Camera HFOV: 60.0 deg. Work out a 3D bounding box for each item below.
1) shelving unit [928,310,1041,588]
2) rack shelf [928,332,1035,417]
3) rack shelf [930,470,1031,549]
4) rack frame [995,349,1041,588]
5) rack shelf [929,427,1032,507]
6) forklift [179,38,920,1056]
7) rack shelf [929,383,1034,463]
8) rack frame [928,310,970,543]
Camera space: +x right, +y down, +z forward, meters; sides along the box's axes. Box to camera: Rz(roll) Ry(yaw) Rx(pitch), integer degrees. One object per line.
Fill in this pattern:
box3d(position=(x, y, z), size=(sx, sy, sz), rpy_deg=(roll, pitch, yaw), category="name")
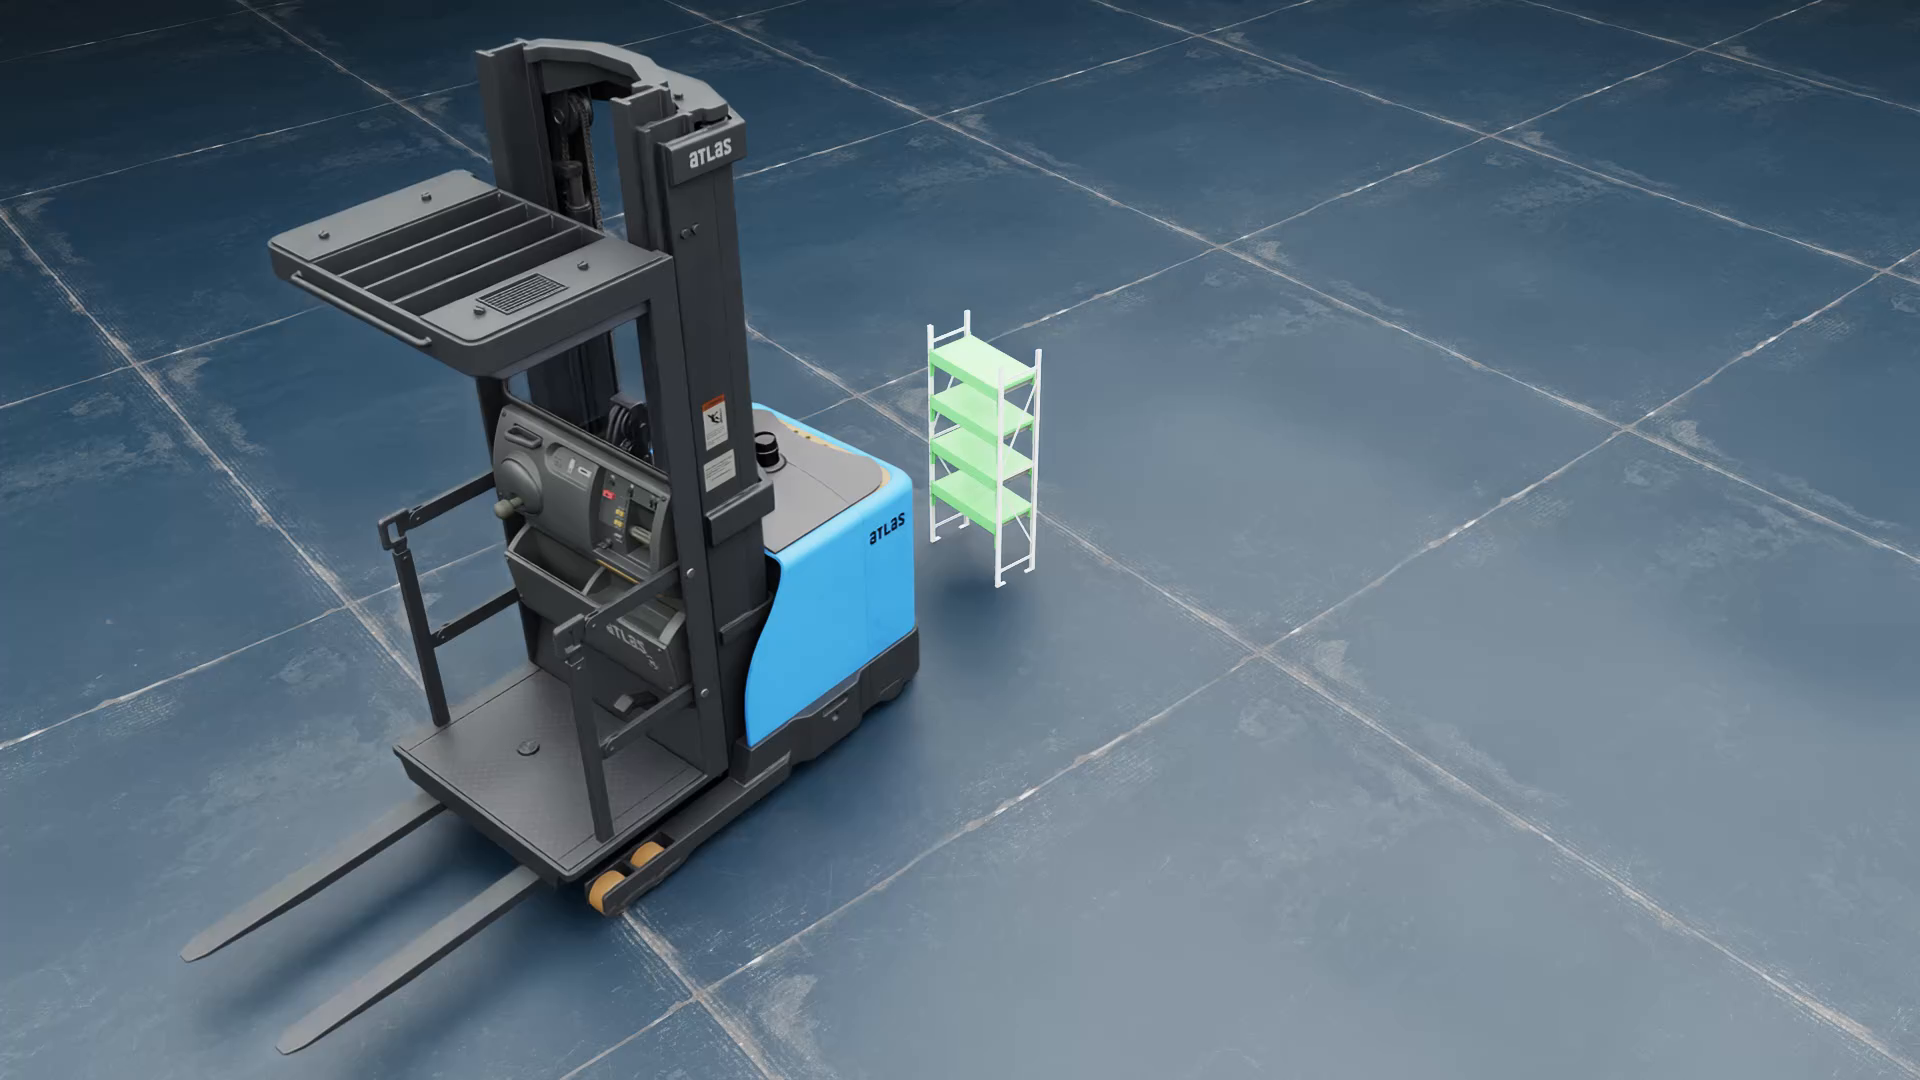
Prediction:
box3d(position=(0.107, -0.417, 7.800), size=(0.258, 1.200, 0.503), rpy_deg=(-26, 43, -32), category="shelving unit")
box3d(position=(0.107, -0.756, 7.560), size=(0.258, 0.148, 0.480), rpy_deg=(-26, 43, -32), category="rack shelf")
box3d(position=(0.107, -0.169, 7.976), size=(0.258, 0.148, 0.480), rpy_deg=(-26, 43, -32), category="rack shelf")
box3d(position=(0.264, -0.309, 7.648), size=(0.240, 1.200, 0.015), rpy_deg=(-26, 43, -32), category="rack frame")
box3d(position=(0.107, -0.364, 7.837), size=(0.258, 0.148, 0.480), rpy_deg=(-26, 43, -32), category="rack shelf")
box3d(position=(-1.509, -0.113, 5.874), size=(1.130, 2.935, 3.031), rpy_deg=(26, 43, 32), category="forklift")
box3d(position=(0.107, -0.560, 7.698), size=(0.258, 0.148, 0.480), rpy_deg=(-26, 43, -32), category="rack shelf")
box3d(position=(-0.051, -0.524, 7.952), size=(0.240, 1.200, 0.015), rpy_deg=(-26, 43, -32), category="rack frame")
